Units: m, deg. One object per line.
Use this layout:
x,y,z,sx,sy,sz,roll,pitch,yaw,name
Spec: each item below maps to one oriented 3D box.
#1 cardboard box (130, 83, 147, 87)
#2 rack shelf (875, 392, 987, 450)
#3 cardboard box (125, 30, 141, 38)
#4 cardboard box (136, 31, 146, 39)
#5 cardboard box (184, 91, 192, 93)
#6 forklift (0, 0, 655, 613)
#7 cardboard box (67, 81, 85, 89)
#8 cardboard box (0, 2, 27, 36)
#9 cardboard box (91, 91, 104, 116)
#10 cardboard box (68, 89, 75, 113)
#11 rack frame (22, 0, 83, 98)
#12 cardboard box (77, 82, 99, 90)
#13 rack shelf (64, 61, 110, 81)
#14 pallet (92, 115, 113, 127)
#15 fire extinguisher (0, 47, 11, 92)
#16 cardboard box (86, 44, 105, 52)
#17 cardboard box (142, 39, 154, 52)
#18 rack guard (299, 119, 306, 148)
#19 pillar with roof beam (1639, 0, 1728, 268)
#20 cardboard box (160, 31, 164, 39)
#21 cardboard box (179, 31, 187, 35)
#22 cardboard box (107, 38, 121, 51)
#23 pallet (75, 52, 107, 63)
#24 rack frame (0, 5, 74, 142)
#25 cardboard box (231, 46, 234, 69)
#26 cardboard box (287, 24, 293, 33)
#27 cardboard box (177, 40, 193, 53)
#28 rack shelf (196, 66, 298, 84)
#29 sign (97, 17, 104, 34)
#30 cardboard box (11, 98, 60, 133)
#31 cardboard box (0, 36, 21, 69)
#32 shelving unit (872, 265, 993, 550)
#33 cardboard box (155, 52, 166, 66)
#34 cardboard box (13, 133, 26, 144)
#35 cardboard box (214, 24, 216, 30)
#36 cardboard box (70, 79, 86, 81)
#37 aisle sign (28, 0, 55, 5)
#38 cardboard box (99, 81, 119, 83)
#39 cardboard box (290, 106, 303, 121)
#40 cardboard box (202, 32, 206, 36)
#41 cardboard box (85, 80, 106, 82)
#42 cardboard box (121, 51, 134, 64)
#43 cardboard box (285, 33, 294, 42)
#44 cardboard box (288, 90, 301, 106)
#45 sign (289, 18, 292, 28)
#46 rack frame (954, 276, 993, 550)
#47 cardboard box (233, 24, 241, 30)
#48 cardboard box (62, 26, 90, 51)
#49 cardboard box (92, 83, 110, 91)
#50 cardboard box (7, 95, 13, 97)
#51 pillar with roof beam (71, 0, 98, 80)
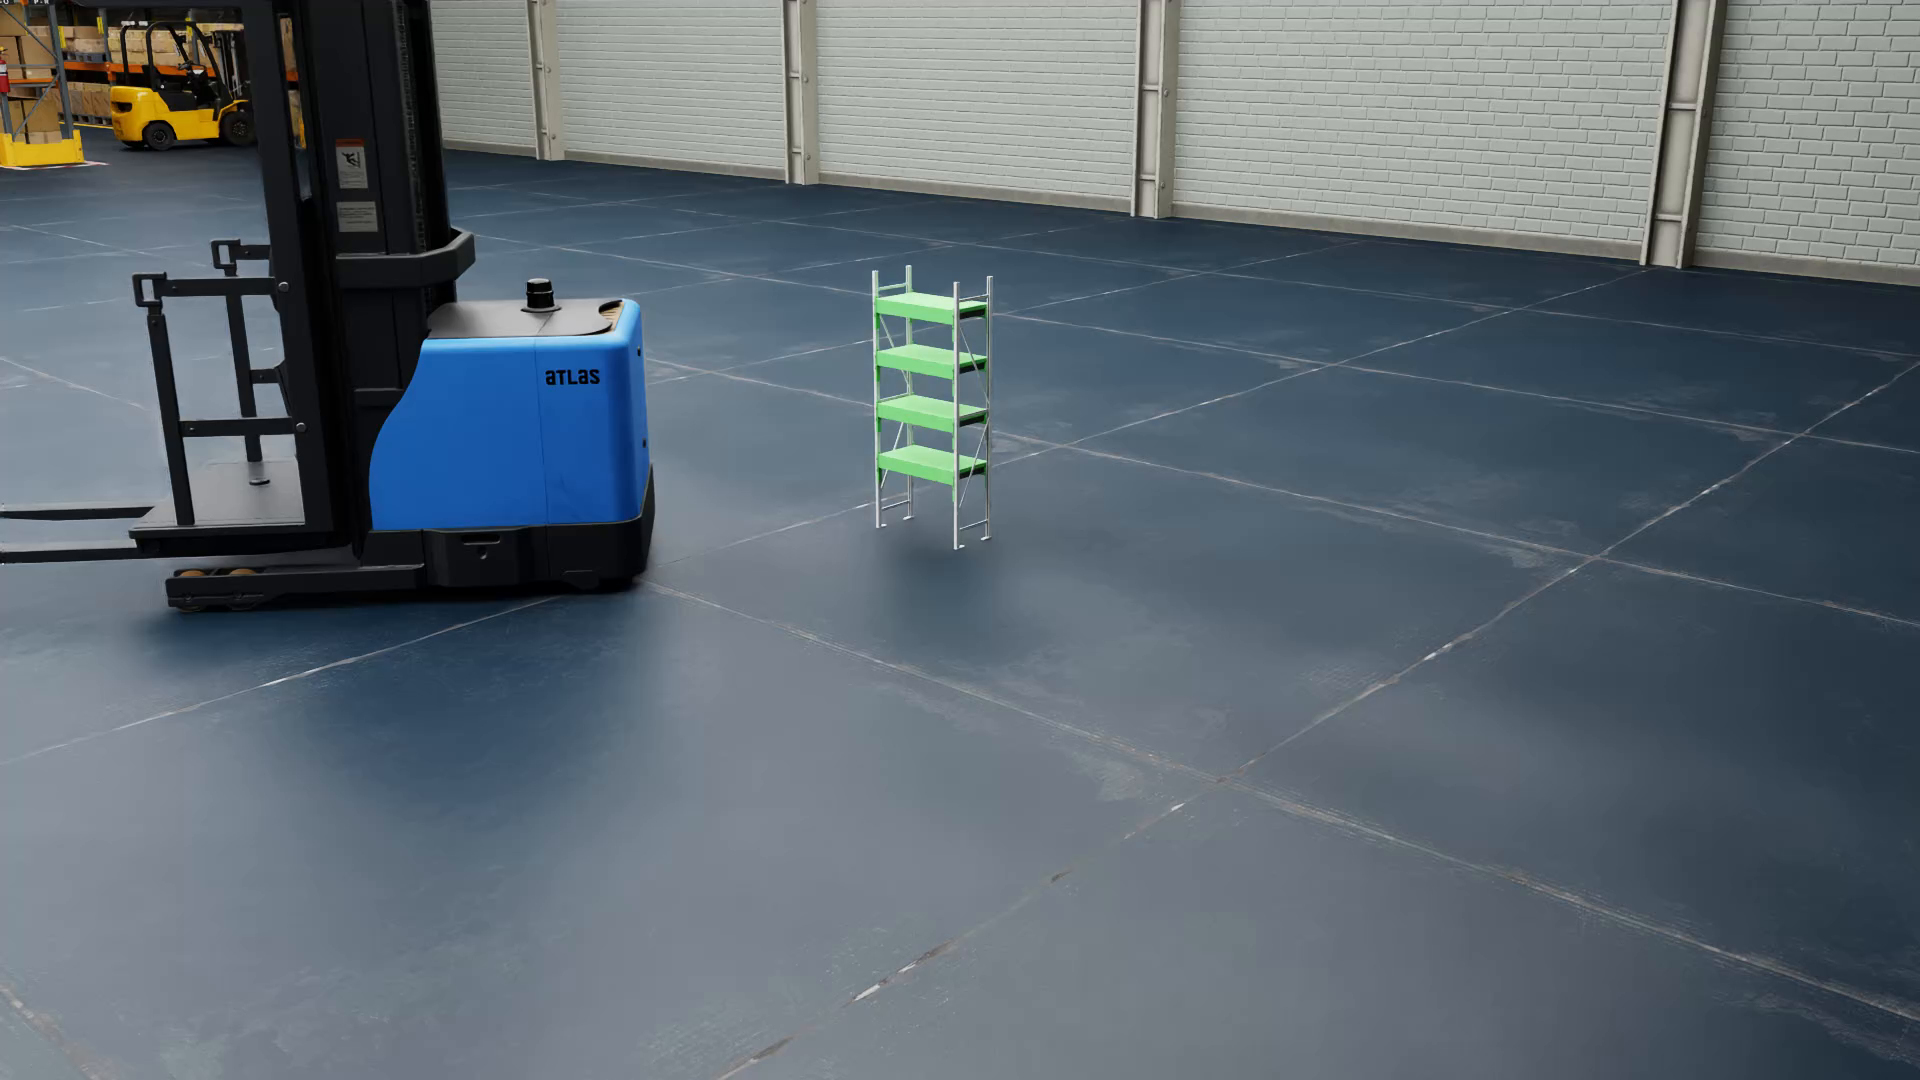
-17.439,-9.638,35.389,0.250,0.149,0.380,17,24,42,cardboard box
-0.124,-0.544,7.554,0.480,0.148,0.258,15,23,39,rack shelf
-16.803,-10.272,33.783,0.250,0.149,0.380,16,24,41,cardboard box
-16.240,-10.115,33.286,0.250,0.149,0.380,16,23,40,cardboard box
-14.661,-8.512,32.707,0.625,0.625,0.875,16,24,42,cardboard box
-2.877,-1.275,6.782,3.031,2.935,1.130,-2,18,-7,forklift
-19.321,-9.936,36.328,0.250,0.149,0.380,15,23,39,cardboard box
-15.091,-8.134,25.974,0.500,0.500,0.700,14,23,38,cardboard box
-18.082,-9.293,35.373,0.500,0.500,0.500,15,23,38,cardboard box
-19.260,-9.603,36.350,0.500,0.500,0.500,14,22,38,cardboard box
-20.247,-10.948,37.151,0.127,3.000,1.000,15,23,39,rack frame
-18.766,-9.777,35.827,0.250,0.149,0.380,14,22,37,cardboard box
-18.751,-10.204,35.994,4.000,0.370,1.077,15,23,39,rack shelf
-17.789,-8.974,35.541,1.213,0.211,1.003,15,23,39,pallet
-14.784,-7.251,25.628,0.183,0.674,0.296,15,23,39,fire extinguisher
-18.001,-10.271,34.736,0.250,0.149,0.380,16,23,40,cardboard box
-15.934,-9.861,33.145,0.500,0.250,0.500,15,23,40,cardboard box
-11.254,-7.343,29.921,0.348,0.500,1.175,15,23,39,rack guard
3.899,-5.949,11.481,0.400,9.000,9.100,15,23,39,pillar with roof beam
-15.459,-9.916,32.659,0.250,0.149,0.380,14,23,38,cardboard box
-14.872,-9.765,32.184,0.250,0.149,0.380,15,23,38,cardboard box
-17.102,-10.162,34.094,0.500,0.250,0.500,15,23,39,cardboard box
-17.809,-10.174,35.028,1.003,0.211,1.213,15,23,39,pallet
-14.564,-7.415,26.018,0.127,3.000,1.000,15,23,39,rack frame
-13.325,-9.039,30.970,0.500,0.500,0.500,15,23,39,cardboard box
-11.680,-9.062,29.477,0.250,0.149,0.380,15,23,39,cardboard box
-14.801,-9.550,32.165,0.500,0.250,0.500,14,23,38,cardboard box
-12.768,-8.598,30.933,4.000,0.370,1.077,15,23,39,rack shelf
-17.609,-10.535,34.064,0.005,0.325,0.100,15,23,39,sign
-15.002,-6.891,26.979,0.500,0.500,0.500,14,22,37,cardboard box
-15.153,-7.651,26.104,0.500,0.500,0.500,15,23,38,cardboard box
-0.124,-0.605,7.535,0.503,1.200,0.258,15,23,39,shelving unit
-15.545,-9.519,32.894,0.500,0.250,0.500,15,23,40,cardboard box
-15.365,-6.411,26.705,0.500,0.250,0.500,15,23,39,cardboard box
-13.770,-9.628,31.262,0.250,0.149,0.380,14,23,38,cardboard box
-19.781,-10.258,37.340,0.250,0.149,0.380,14,22,37,cardboard box
-14.312,-8.712,25.806,0.004,0.787,0.394,15,23,39,aisle sign
-18.615,-9.950,36.370,0.250,0.149,0.380,14,22,37,cardboard box
-11.843,-7.694,29.920,0.500,0.250,0.500,15,23,39,cardboard box
-14.200,-9.575,31.587,0.250,0.149,0.380,15,23,38,cardboard box
-19.184,-10.114,36.886,0.250,0.149,0.380,14,22,37,cardboard box
-16.713,-9.827,33.866,0.500,0.250,0.500,14,23,38,cardboard box
-11.717,-8.902,29.465,0.250,0.149,0.380,15,23,40,cardboard box
-11.823,-7.927,29.829,0.500,0.250,0.500,16,24,41,cardboard box
-11.642,-9.084,28.970,0.005,0.325,0.100,15,23,39,sign
0.059,-0.556,7.381,0.015,1.200,0.240,15,23,39,rack frame
-13.206,-9.469,30.759,0.250,0.149,0.380,15,23,39,cardboard box
-19.060,-10.787,35.782,0.500,0.500,0.700,15,23,39,cardboard box
-18.185,-9.616,35.317,0.250,0.149,0.380,14,22,37,cardboard box
-16.171,-7.203,27.962,0.500,0.500,0.500,17,24,42,cardboard box
-23.027,-13.177,34.257,0.400,9.000,9.100,15,23,39,pillar with roof beam
